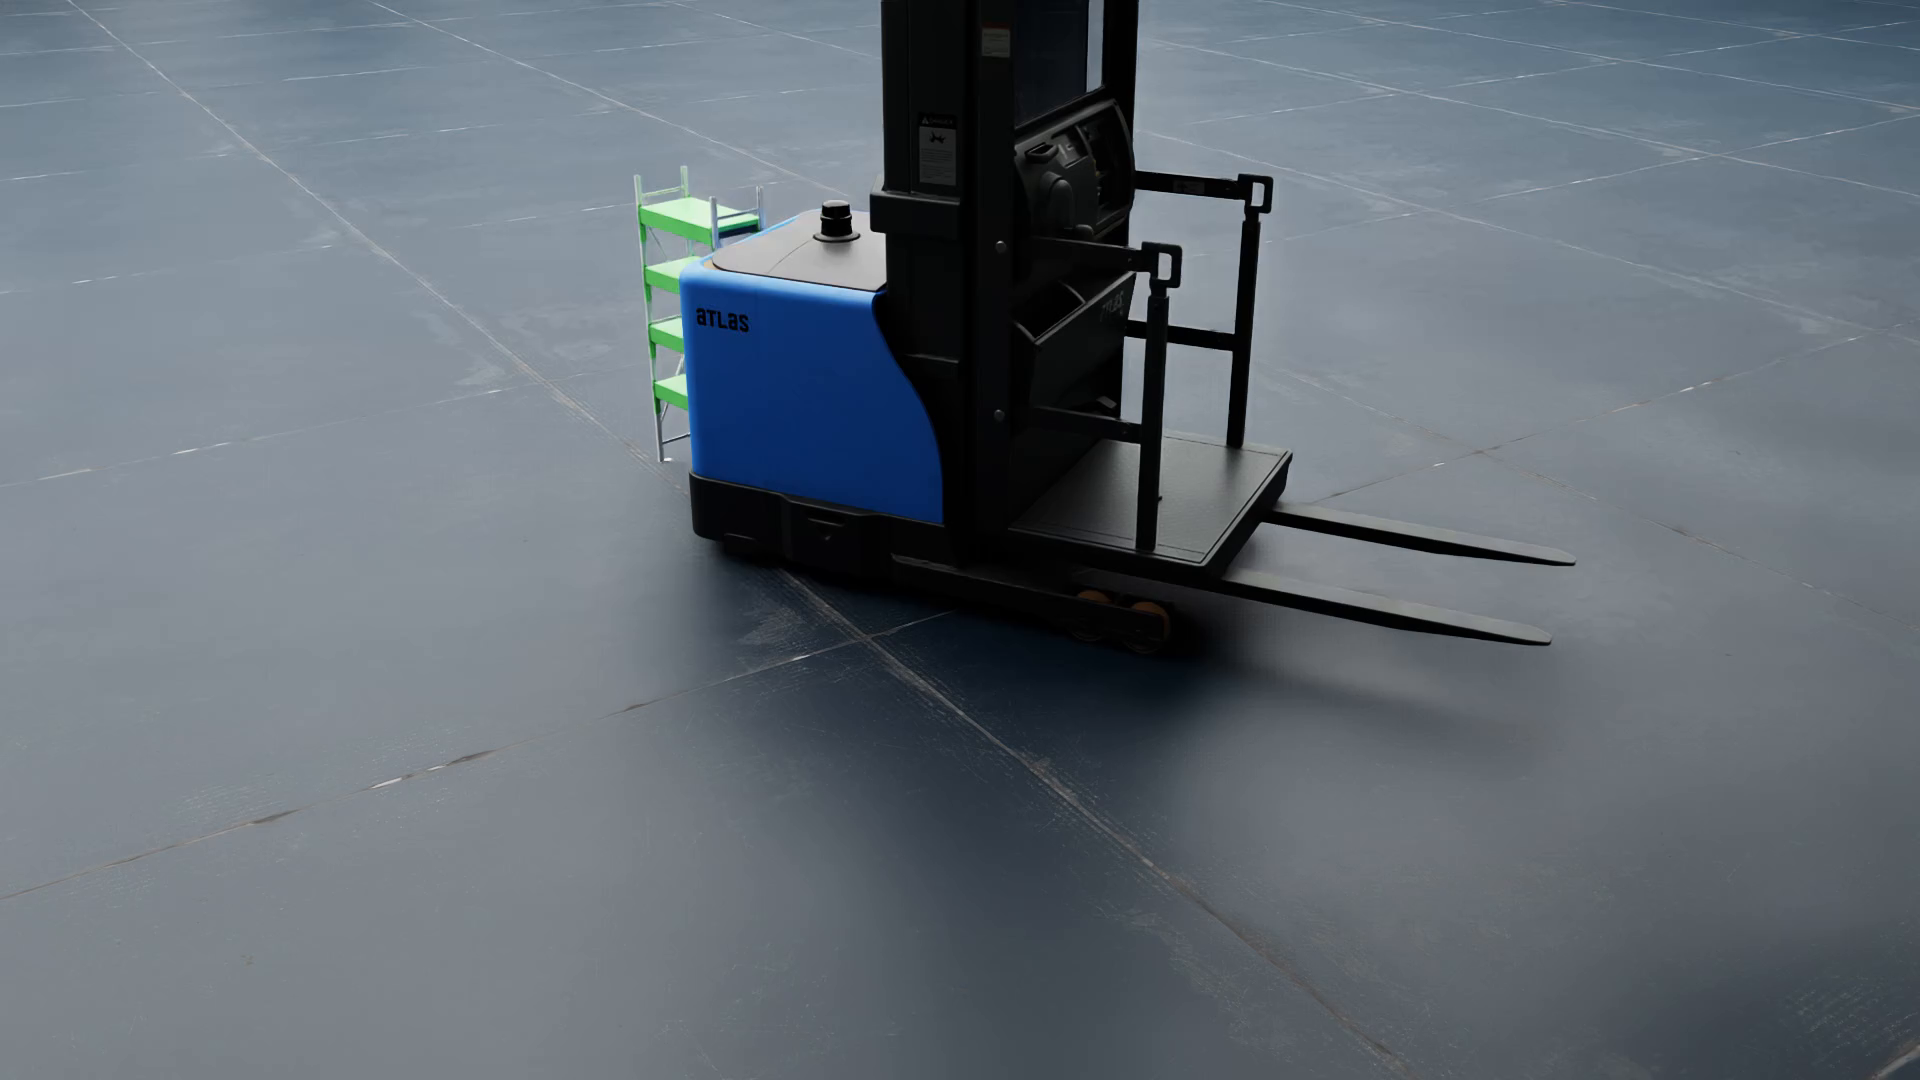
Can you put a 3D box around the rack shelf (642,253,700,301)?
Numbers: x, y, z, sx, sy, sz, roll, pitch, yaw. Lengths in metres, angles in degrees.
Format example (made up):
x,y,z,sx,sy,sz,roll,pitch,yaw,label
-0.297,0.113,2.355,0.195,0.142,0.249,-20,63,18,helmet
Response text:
x,y,z,sx,sy,sz,roll,pitch,yaw,label
-0.998,-0.983,6.514,0.258,0.148,0.480,-22,33,-39,rack shelf

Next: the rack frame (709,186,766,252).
x,y,z,sx,sy,sz,roll,pitch,yaw,label
-0.828,-0.749,6.430,0.240,1.200,0.015,-22,33,-39,rack frame

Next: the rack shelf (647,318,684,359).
x,y,z,sx,sy,sz,roll,pitch,yaw,label
-0.997,-0.766,6.616,0.258,0.148,0.480,-22,33,-39,rack shelf

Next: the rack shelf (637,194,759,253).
x,y,z,sx,sy,sz,roll,pitch,yaw,label
-0.998,-1.200,6.412,0.258,0.148,0.480,-22,33,-39,rack shelf

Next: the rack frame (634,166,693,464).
x,y,z,sx,sy,sz,roll,pitch,yaw,label
-1.167,-0.899,6.748,0.240,1.200,0.015,-22,33,-39,rack frame

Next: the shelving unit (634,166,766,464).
x,y,z,sx,sy,sz,roll,pitch,yaw,label
-0.998,-0.824,6.589,0.258,1.200,0.503,-22,33,-39,shelving unit

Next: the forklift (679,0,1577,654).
x,y,z,sx,sy,sz,roll,pitch,yaw,label
0.567,-1.211,5.382,3.031,2.935,1.130,11,28,23,forklift

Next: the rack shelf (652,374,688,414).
x,y,z,sx,sy,sz,roll,pitch,yaw,label
-0.997,-0.549,6.719,0.258,0.148,0.480,-22,33,-39,rack shelf
